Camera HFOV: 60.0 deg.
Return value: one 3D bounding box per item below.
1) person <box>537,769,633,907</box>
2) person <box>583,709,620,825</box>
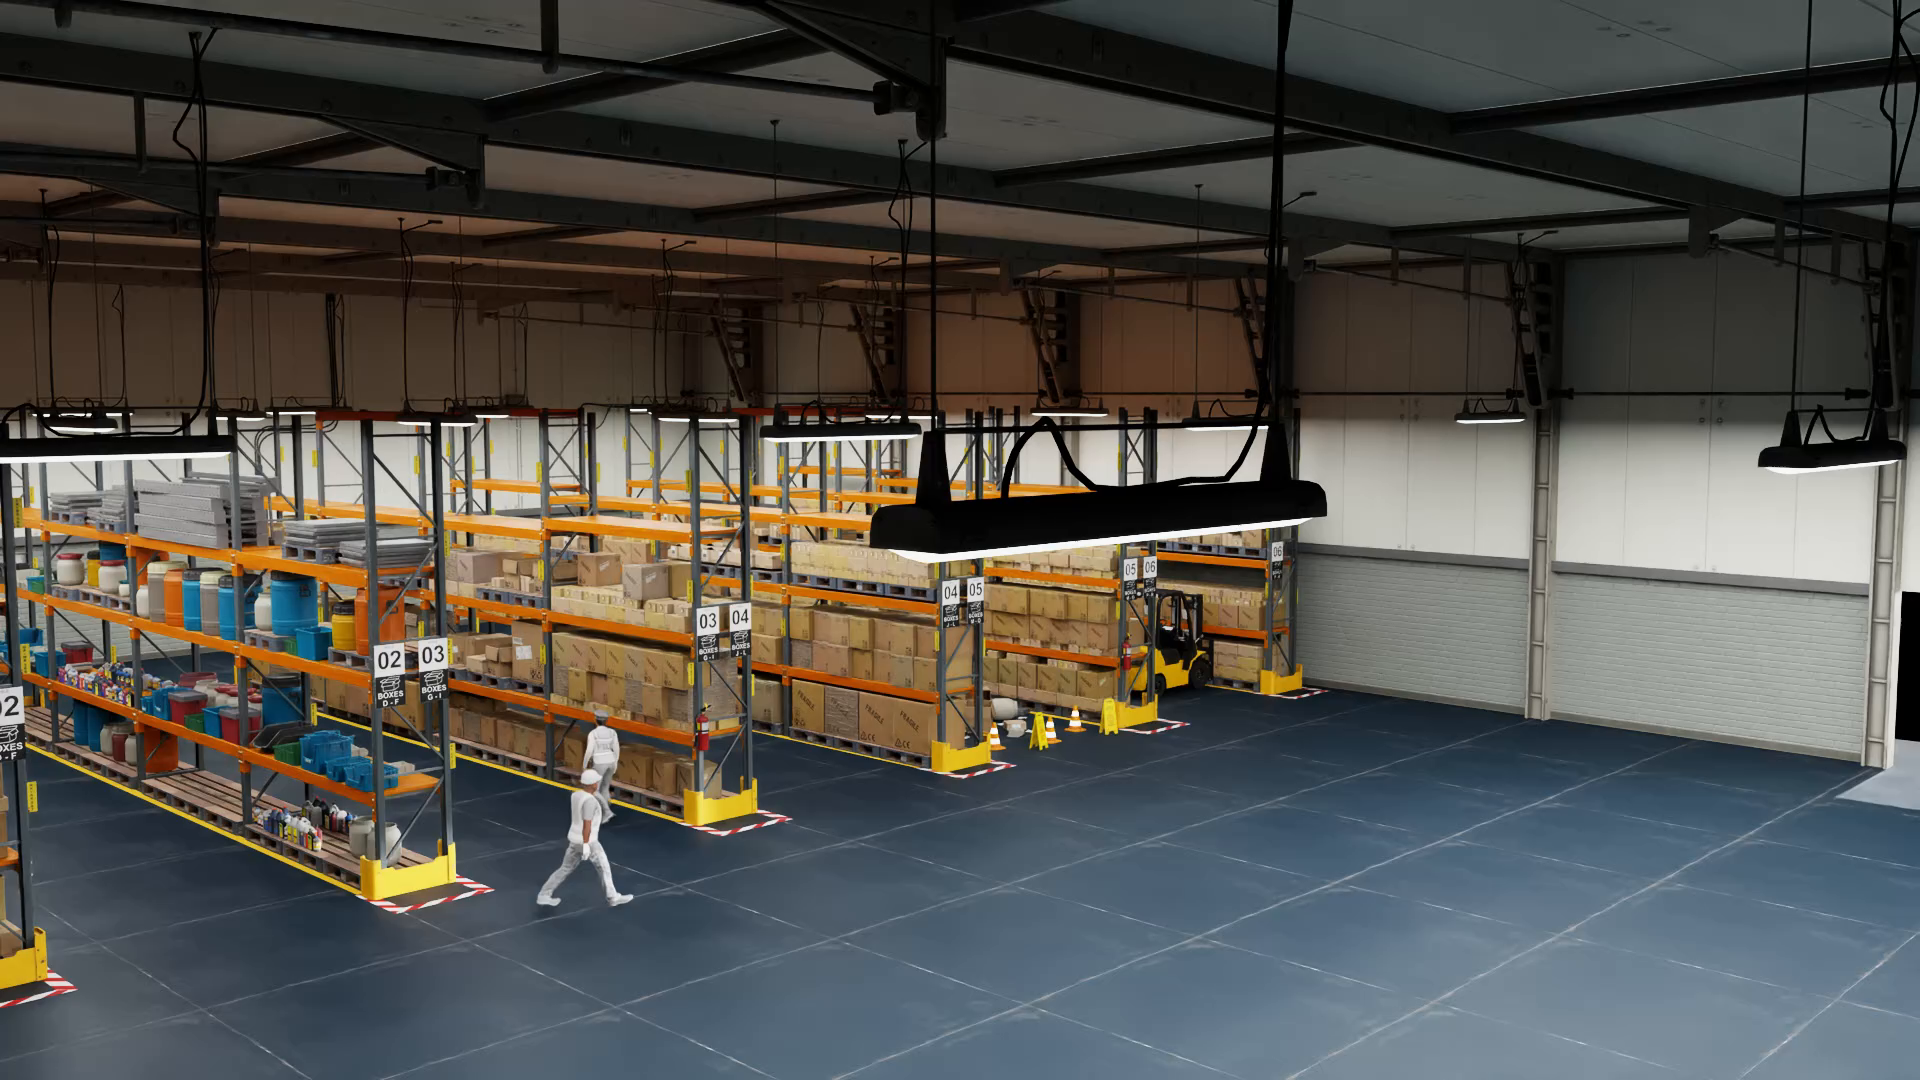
[{"bbox_3d":[-4.616,3.670,20.388,1.141,1.726,0.580,-3,6,-28],"label":"person"},{"bbox_3d":[-5.202,3.348,24.407,0.607,1.650,0.544,5,7,45],"label":"person"}]
